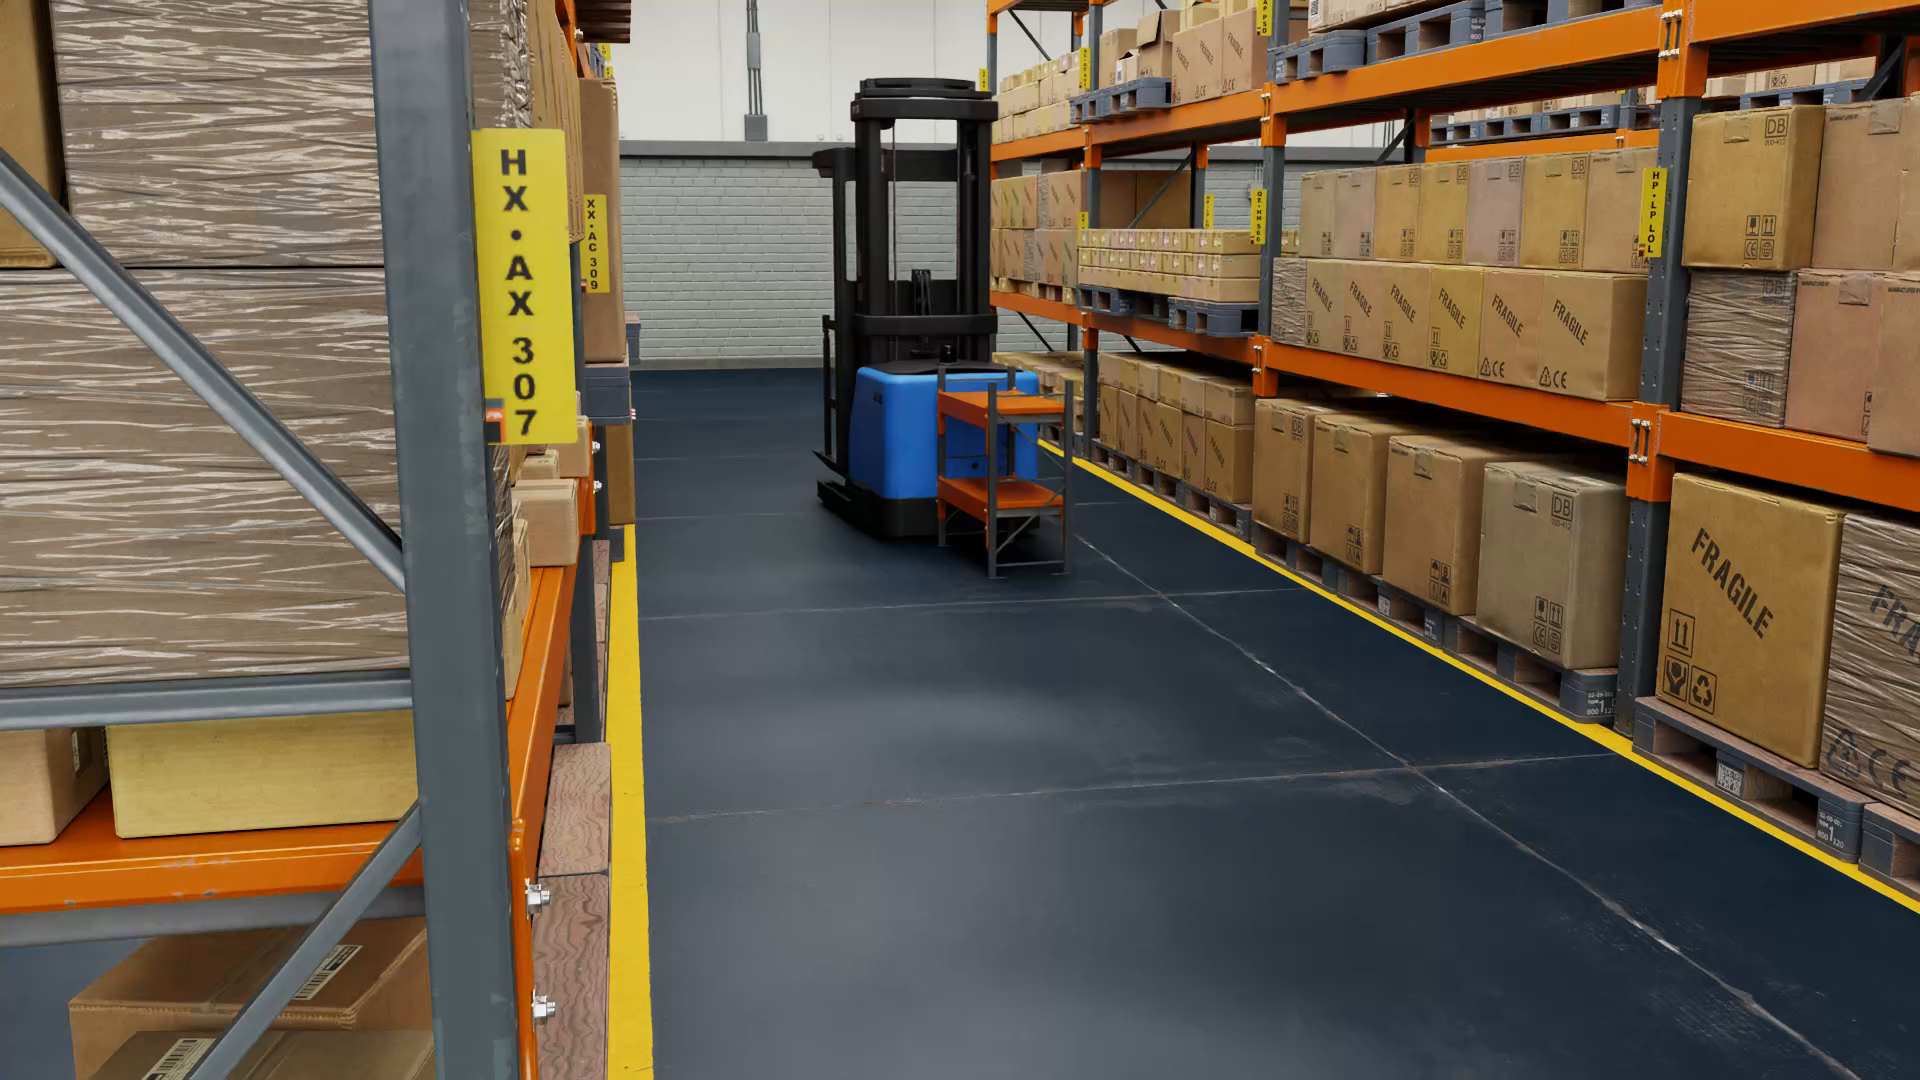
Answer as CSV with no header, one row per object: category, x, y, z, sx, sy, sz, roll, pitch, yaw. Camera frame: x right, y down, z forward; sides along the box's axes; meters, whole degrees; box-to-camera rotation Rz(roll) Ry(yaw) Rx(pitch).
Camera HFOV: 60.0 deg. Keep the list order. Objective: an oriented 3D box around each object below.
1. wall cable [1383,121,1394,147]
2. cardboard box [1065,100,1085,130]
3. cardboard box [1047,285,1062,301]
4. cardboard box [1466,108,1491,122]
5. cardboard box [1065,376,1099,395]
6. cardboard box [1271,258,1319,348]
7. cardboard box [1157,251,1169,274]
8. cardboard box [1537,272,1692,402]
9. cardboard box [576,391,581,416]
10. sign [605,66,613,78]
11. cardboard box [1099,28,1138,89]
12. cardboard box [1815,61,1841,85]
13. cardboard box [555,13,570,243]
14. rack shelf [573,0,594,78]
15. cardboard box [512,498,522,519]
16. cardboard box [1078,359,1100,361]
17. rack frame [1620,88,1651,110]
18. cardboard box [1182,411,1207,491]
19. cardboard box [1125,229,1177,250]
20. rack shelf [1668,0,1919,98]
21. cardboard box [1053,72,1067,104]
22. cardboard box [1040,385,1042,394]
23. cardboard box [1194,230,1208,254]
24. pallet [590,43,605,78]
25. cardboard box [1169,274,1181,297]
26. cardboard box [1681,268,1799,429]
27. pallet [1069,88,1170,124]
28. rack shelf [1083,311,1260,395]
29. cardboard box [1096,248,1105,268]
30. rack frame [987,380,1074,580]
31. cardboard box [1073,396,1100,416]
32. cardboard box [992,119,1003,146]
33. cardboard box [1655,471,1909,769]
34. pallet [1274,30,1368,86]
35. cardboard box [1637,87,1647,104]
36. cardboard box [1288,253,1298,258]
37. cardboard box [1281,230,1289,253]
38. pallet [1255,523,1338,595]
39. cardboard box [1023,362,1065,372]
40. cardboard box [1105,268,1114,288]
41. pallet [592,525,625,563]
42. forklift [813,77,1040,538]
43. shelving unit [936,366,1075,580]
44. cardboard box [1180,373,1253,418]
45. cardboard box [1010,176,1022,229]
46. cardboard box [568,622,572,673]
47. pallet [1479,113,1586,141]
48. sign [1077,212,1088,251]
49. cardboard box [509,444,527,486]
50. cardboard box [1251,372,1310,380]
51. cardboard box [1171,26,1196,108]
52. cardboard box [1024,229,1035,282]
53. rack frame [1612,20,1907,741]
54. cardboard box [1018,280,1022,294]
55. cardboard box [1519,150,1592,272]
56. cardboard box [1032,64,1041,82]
wall cable,7.715,-7.232,24.525,2.988,3.039,0.133,-2,11,-11
cardboard box,1.201,-3.660,14.283,0.500,0.250,0.500,-2,11,-10
cardboard box,1.018,-2.292,15.387,0.380,0.149,0.250,-3,11,-13
cardboard box,5.605,-4.510,17.627,0.380,0.149,0.250,-2,11,-9
cardboard box,1.148,-1.379,14.831,0.380,0.149,0.250,-2,11,-10
cardboard box,2.162,-1.403,9.780,0.500,0.500,0.500,-2,11,-10
cardboard box,1.595,-1.938,11.610,0.380,0.149,0.250,-2,11,-11
cardboard box,2.754,-0.848,6.861,0.500,0.500,0.500,-2,11,-11
cardboard box,-1.438,-0.399,5.441,0.380,0.149,0.250,-2,11,-11
sign,-3.567,-4.639,16.866,0.100,0.325,0.005,-2,11,-11
cardboard box,1.527,-3.835,13.412,0.700,0.500,0.500,-2,11,-11
cardboard box,6.564,-3.499,12.269,0.396,0.266,0.258,-2,11,-12
cardboard box,-1.122,-0.890,3.611,0.500,0.500,0.500,-2,11,-11
rack shelf,-2.157,-2.038,7.282,1.077,0.370,4.000,-2,11,-11
cardboard box,-1.061,0.016,3.261,0.380,0.149,0.250,-2,11,-11
cardboard box,1.397,-1.736,16.704,0.380,0.149,0.250,-2,11,-9
rack frame,6.397,-5.326,14.610,1.000,3.000,0.127,-2,11,-11
cardboard box,1.858,-0.631,11.553,0.500,0.500,0.500,-2,11,-9
cardboard box,1.439,-2.229,12.343,0.380,0.149,0.250,-2,11,-9
rack shelf,3.506,-1.466,4.278,1.077,0.370,4.000,-2,11,-11
cardboard box,1.132,-3.997,14.714,0.500,0.250,0.500,-3,11,-13
cardboard box,0.990,-1.472,16.113,0.380,0.149,0.250,-2,11,-8
cardboard box,1.748,-1.941,10.829,0.380,0.149,0.250,-2,11,-12
pallet,-2.723,-2.781,9.770,1.213,0.211,1.003,-2,11,-8
cardboard box,1.651,-1.742,11.373,0.380,0.149,0.250,-2,11,-12
cardboard box,3.201,-0.719,6.051,0.875,0.550,0.550,-2,11,-11
pallet,1.577,-3.444,13.249,1.213,0.211,1.003,-2,11,-11
rack shelf,1.950,-1.460,12.268,1.077,0.370,4.000,-2,11,-11
cardboard box,1.290,-2.225,13.119,0.380,0.149,0.250,-2,11,-10
rack frame,0.401,-0.340,9.476,0.500,1.125,0.032,-3,11,-17
cardboard box,1.188,-1.178,14.570,0.380,0.149,0.250,-2,11,-10
cardboard box,0.620,-4.222,17.234,0.500,0.250,0.500,-2,11,-9
cardboard box,3.171,0.243,5.959,0.875,0.875,0.875,-2,11,-10
pallet,2.517,-2.711,9.400,1.213,0.211,1.003,-2,11,-8
cardboard box,6.489,-4.272,15.439,0.500,0.500,0.500,-2,11,-10
cardboard box,2.387,-1.821,10.995,0.380,0.149,0.250,-2,11,-8
cardboard box,2.341,-2.008,11.180,0.380,0.149,0.250,-2,11,-11
pallet,2.419,0.071,9.760,1.003,0.211,1.213,-2,11,-11
cardboard box,0.827,-1.663,16.319,0.380,0.149,0.250,-2,11,-10
cardboard box,1.339,-2.031,12.895,0.380,0.149,0.250,-2,11,-10
pallet,-2.625,-0.062,10.458,1.003,0.211,1.213,-2,11,-11
forklift,-0.401,-1.685,11.711,1.130,2.935,3.031,-3,11,-17
shelving unit,0.252,-0.431,9.953,0.538,1.125,1.048,-3,11,-17
cardboard box,1.840,-1.001,11.491,0.500,0.250,0.500,-2,11,-10
cardboard box,0.794,-3.320,16.377,0.500,0.500,0.500,-2,11,-12
cardboard box,-1.940,0.259,6.820,0.700,0.500,0.500,-2,11,-11
pallet,6.014,-4.182,16.862,1.003,0.211,1.213,-2,11,-11
sign,1.031,-2.584,13.936,0.100,0.325,0.005,-2,11,-11
cardboard box,-1.425,-0.387,3.645,0.875,0.500,0.500,-2,11,-11
cardboard box,2.344,-1.021,11.597,0.500,0.250,0.500,-2,11,-12
cardboard box,1.776,-3.248,11.447,0.500,0.500,0.500,-2,11,-11
cardboard box,0.917,-2.736,15.984,0.500,0.500,0.500,-2,11,-12
rack frame,3.117,-0.713,6.419,1.000,3.000,0.127,-2,11,-11
cardboard box,0.800,-2.580,16.900,0.380,0.149,0.250,-2,11,-8
cardboard box,2.913,-1.438,7.288,0.700,0.500,0.500,-2,11,-12
cardboard box,0.886,-4.351,15.508,0.380,0.149,0.250,-2,11,-12
